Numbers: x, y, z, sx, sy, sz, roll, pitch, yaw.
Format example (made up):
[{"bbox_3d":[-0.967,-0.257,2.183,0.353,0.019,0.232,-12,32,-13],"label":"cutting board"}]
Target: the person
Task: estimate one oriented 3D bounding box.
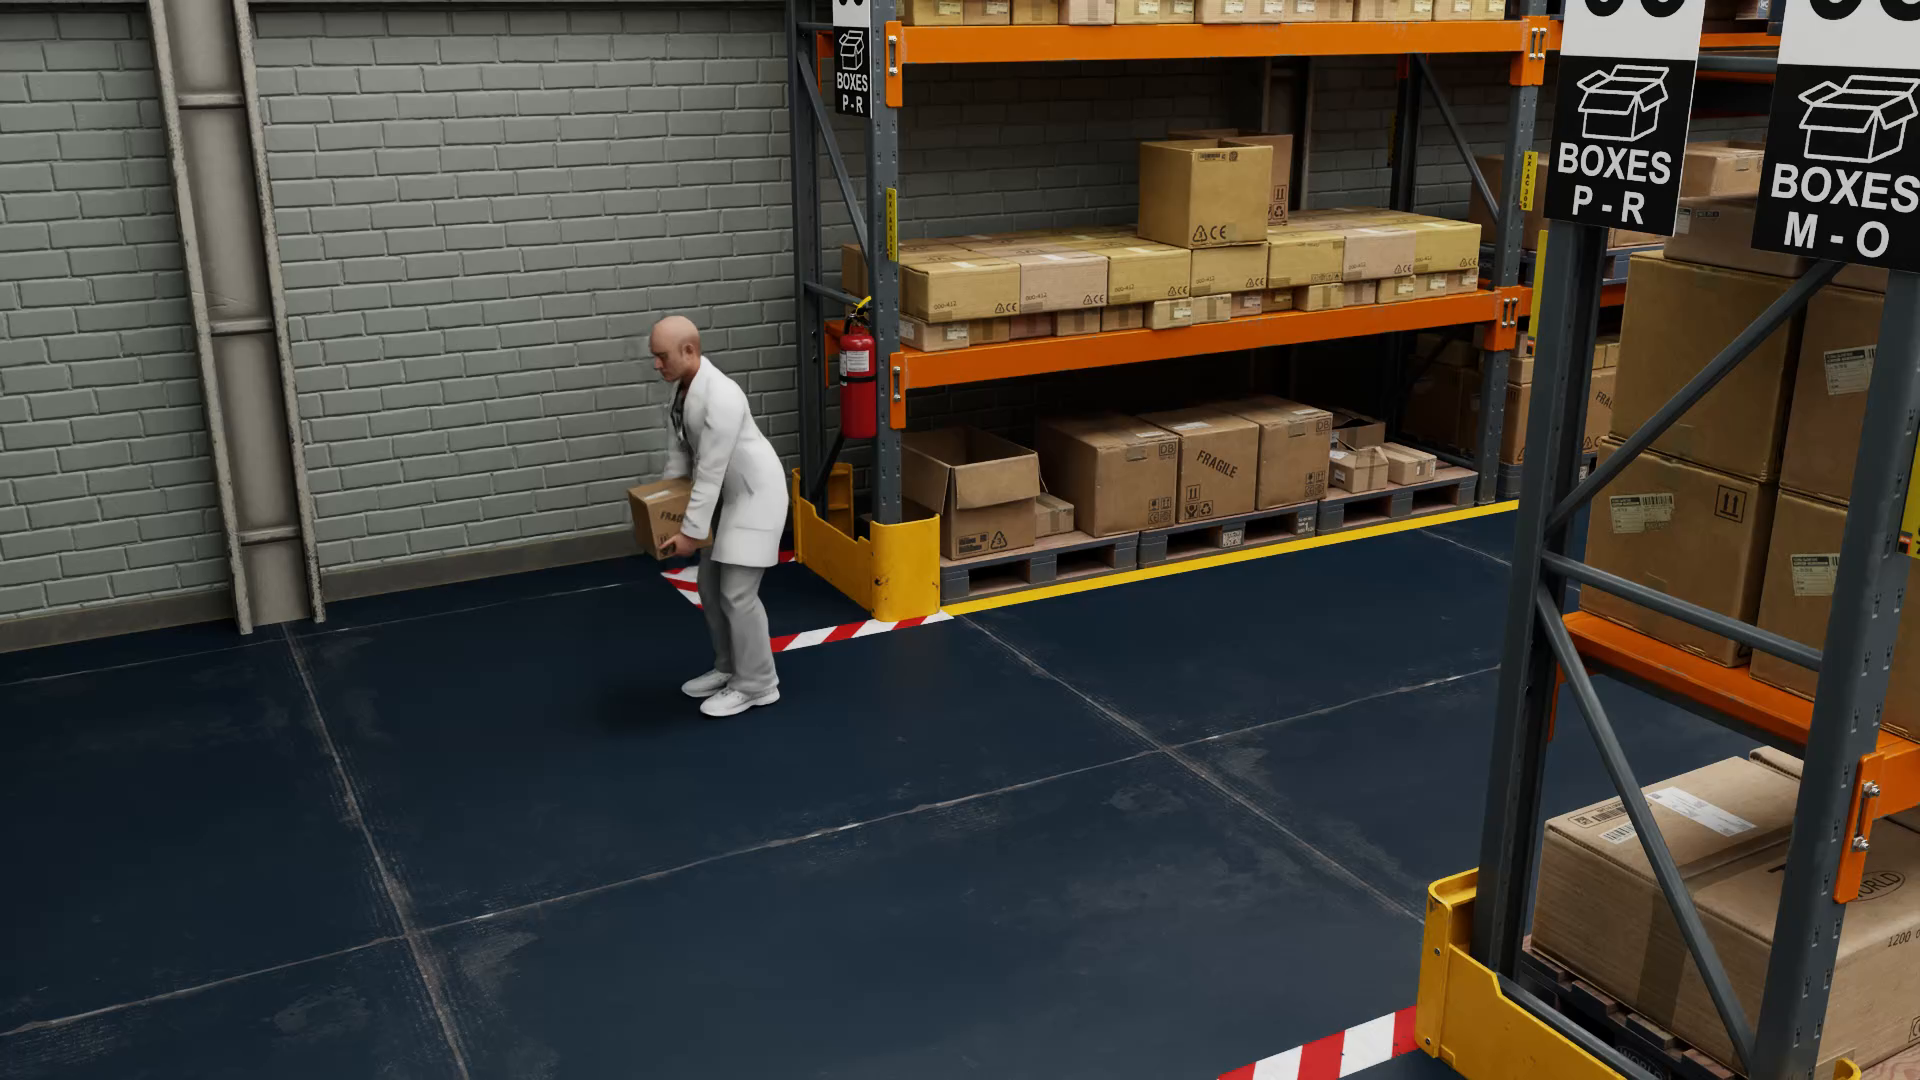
[{"bbox_3d":[-1.031,-0.110,7.023,0.609,1.718,0.526,-10,21,-28],"label":"person"}]
